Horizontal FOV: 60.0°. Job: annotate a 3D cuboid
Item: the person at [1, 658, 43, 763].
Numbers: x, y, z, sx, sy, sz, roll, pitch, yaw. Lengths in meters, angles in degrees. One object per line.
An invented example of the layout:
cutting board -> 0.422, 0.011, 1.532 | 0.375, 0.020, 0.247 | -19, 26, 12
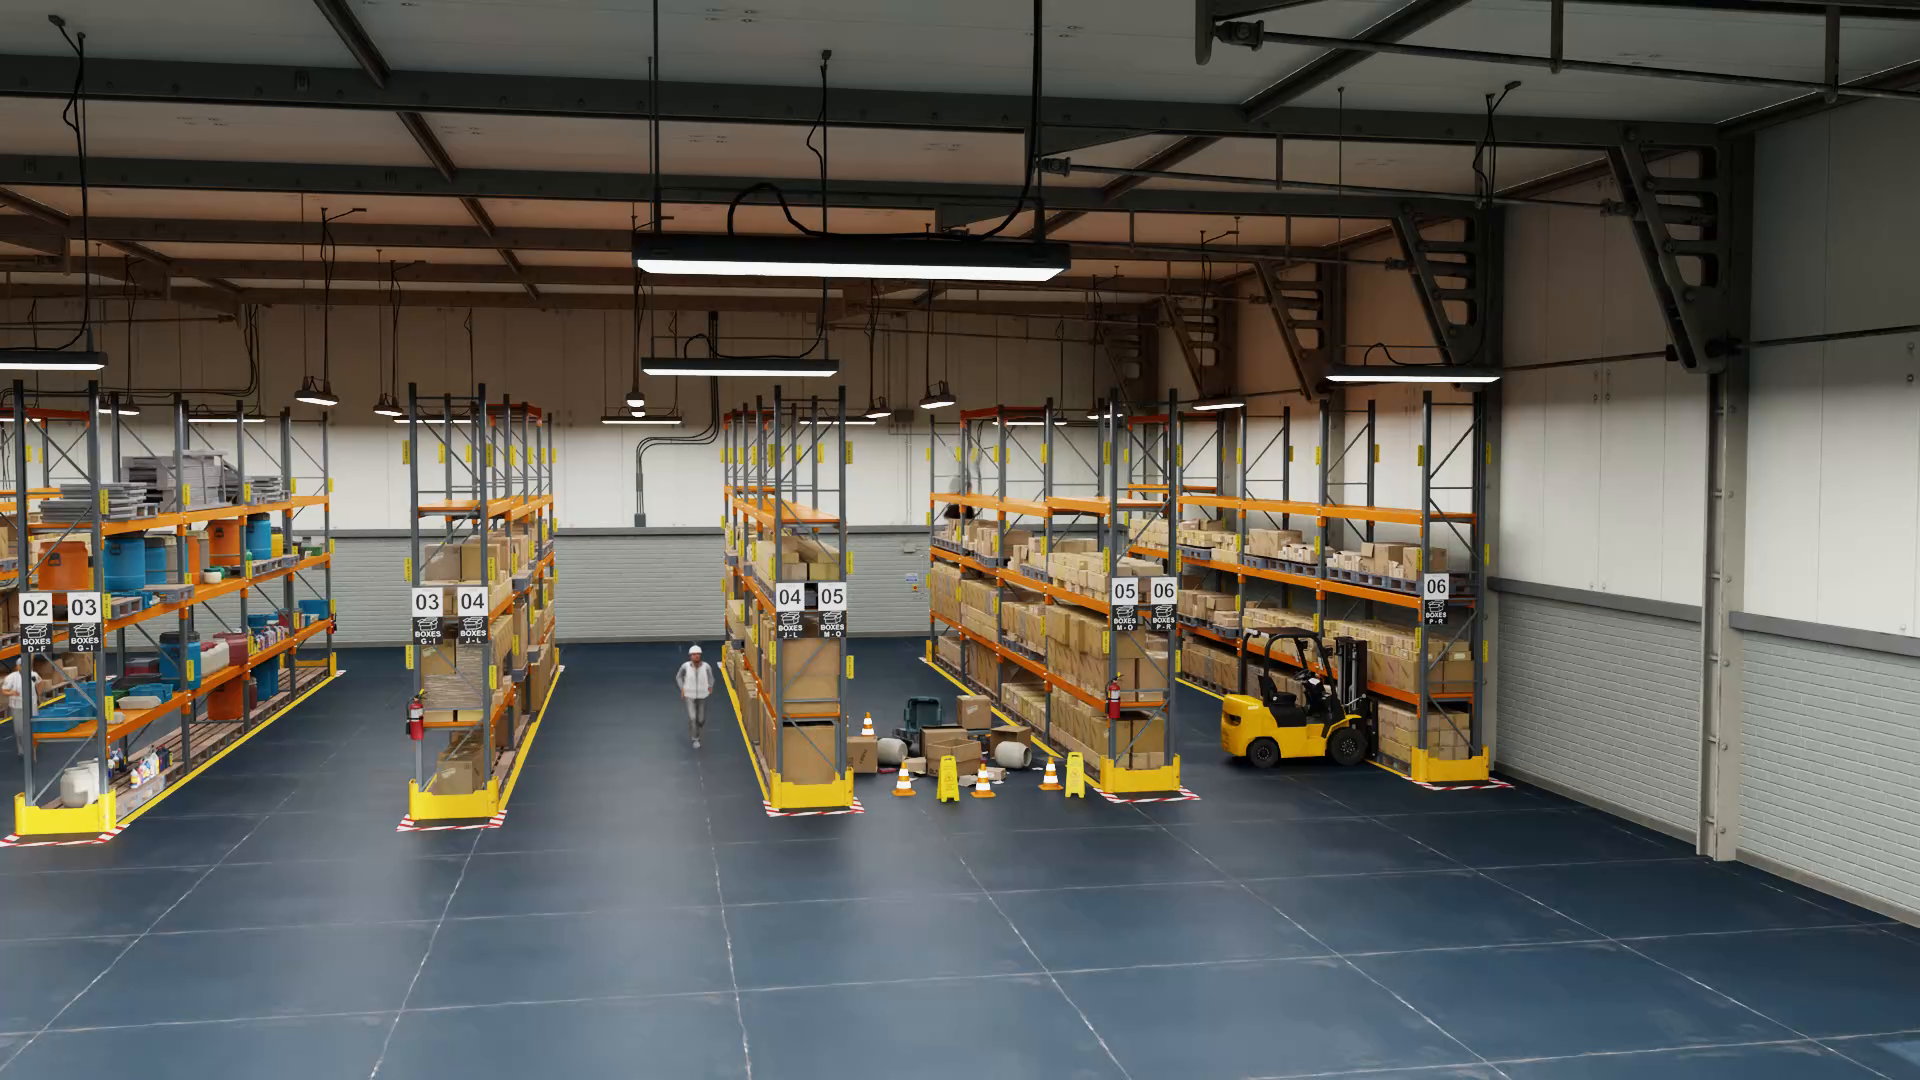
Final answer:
person -> -15.408, 2.776, 27.339 | 0.596, 1.705, 0.854 | -2, 3, -29

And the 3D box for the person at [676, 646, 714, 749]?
person -> -4.574, 2.685, 28.728 | 0.647, 1.747, 0.830 | -1, 3, -16
